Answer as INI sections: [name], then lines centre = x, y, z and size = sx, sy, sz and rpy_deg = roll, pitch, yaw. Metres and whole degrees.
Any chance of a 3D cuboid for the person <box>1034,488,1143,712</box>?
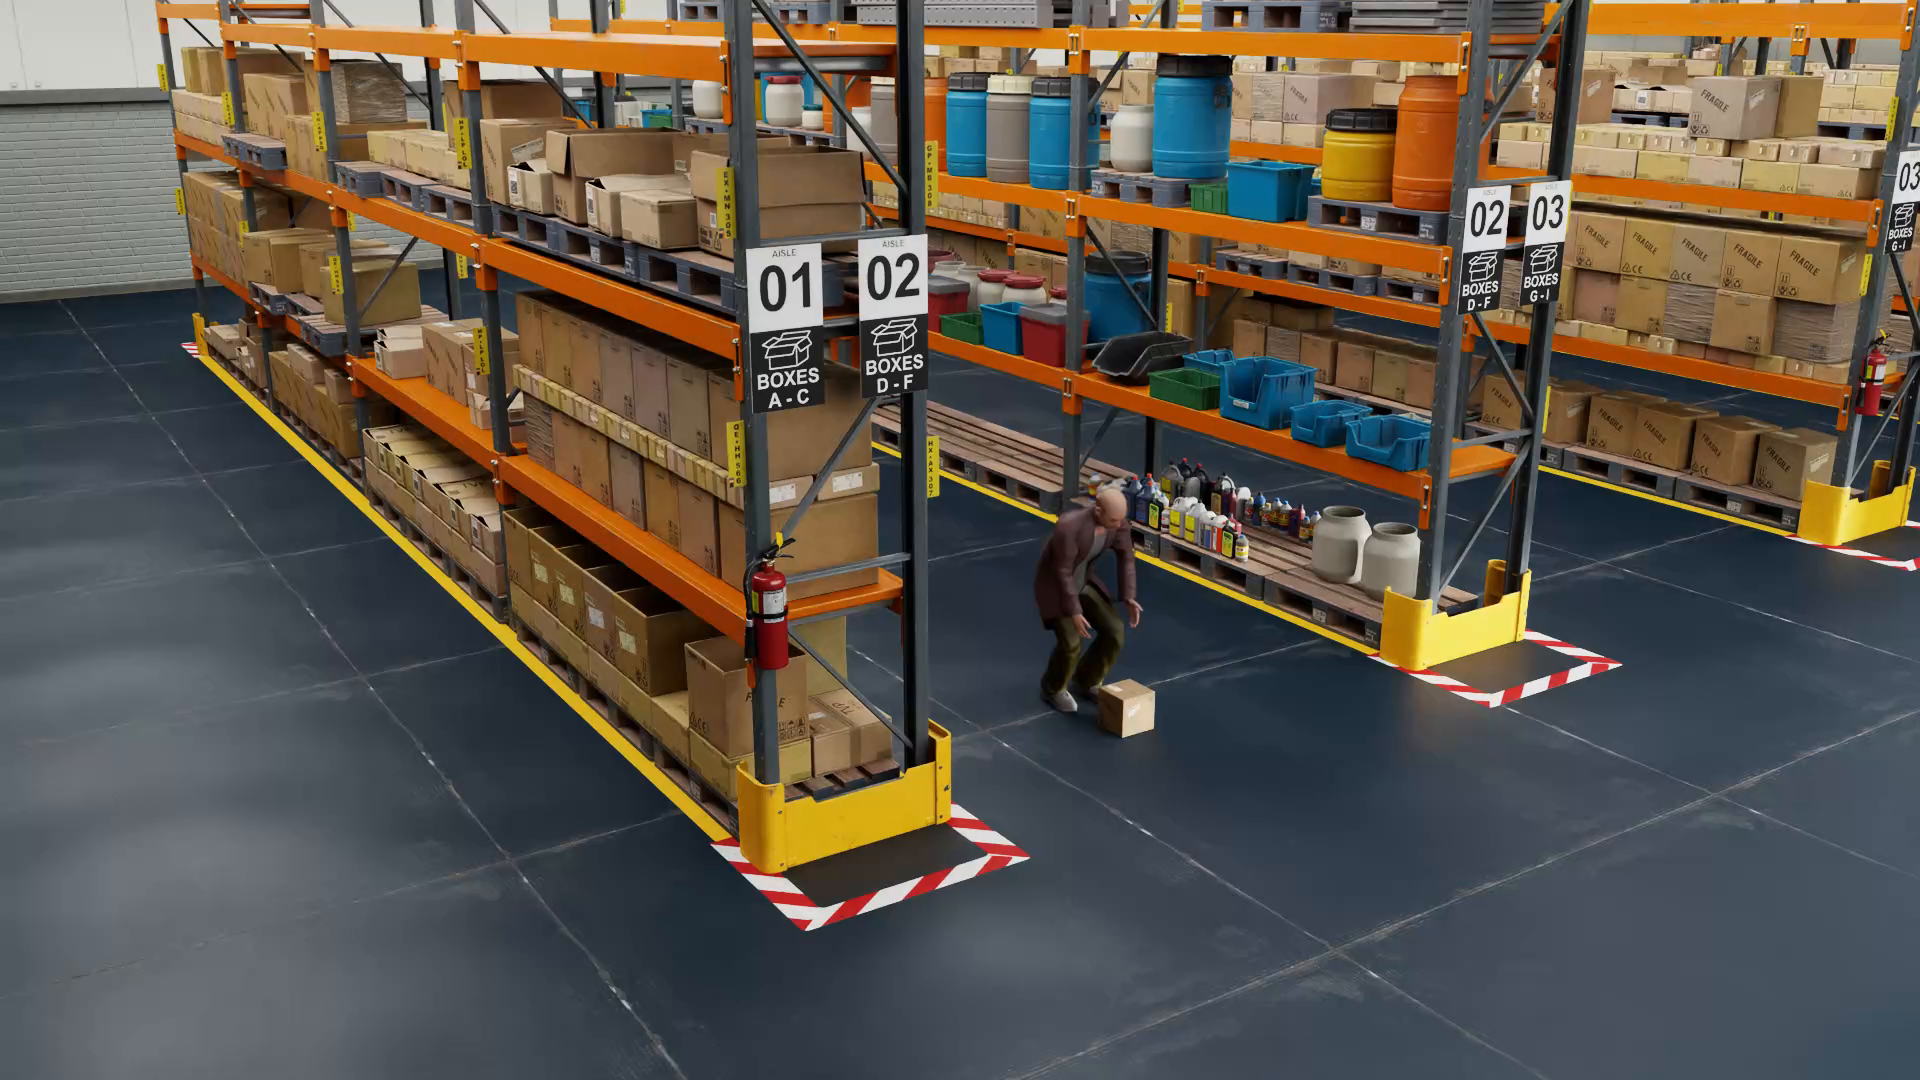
[person]
centre = 0.792, 0.335, 10.528
size = 0.630, 1.482, 0.680
rpy_deg = -11, 21, -31
